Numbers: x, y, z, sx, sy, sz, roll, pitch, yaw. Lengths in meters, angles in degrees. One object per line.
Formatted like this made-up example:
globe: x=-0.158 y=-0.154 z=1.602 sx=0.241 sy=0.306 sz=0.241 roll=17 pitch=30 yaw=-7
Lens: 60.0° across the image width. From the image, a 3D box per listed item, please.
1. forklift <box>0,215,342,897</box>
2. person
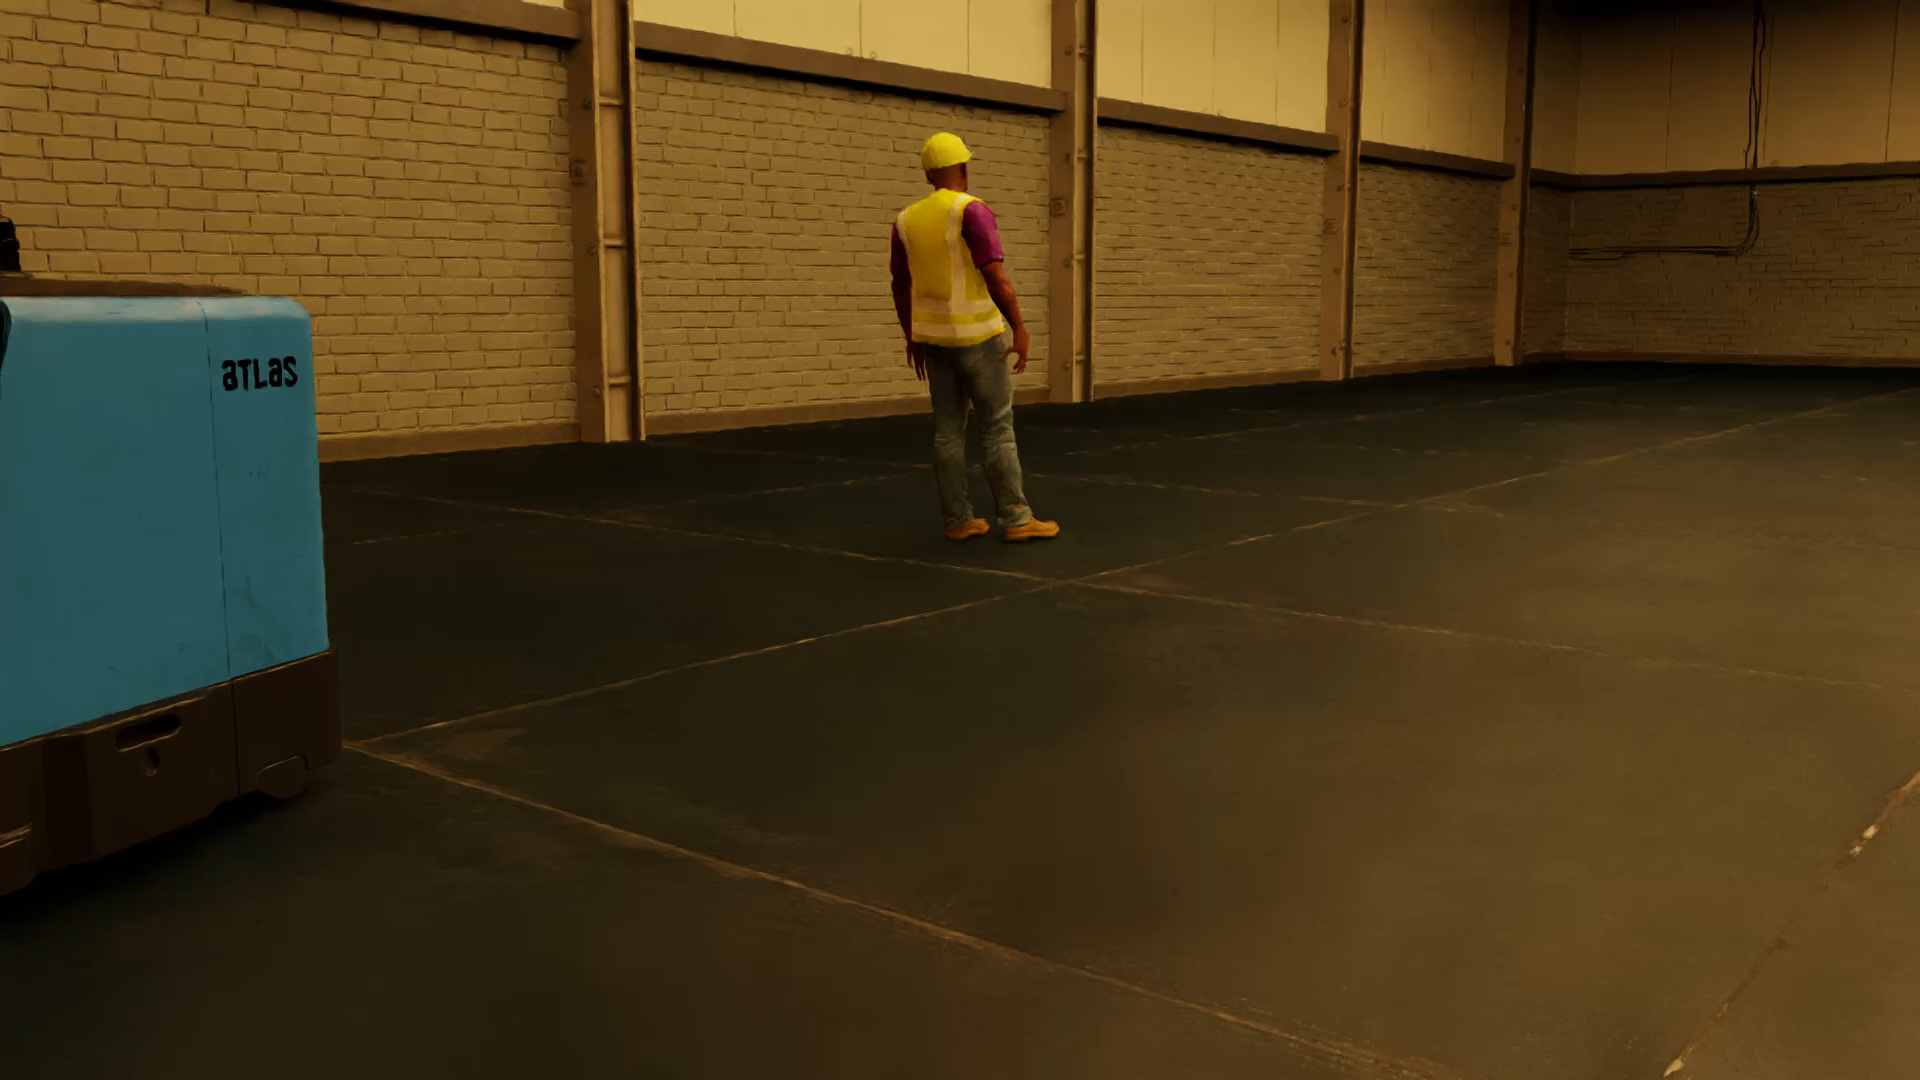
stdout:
forklift: x=-2.320 y=-0.728 z=2.262 sx=1.130 sy=2.935 sz=3.031 roll=3 pitch=9 yaw=19
person: x=0.048 y=-0.888 z=7.326 sx=0.665 sy=1.766 sz=0.576 roll=7 pitch=11 yaw=38
